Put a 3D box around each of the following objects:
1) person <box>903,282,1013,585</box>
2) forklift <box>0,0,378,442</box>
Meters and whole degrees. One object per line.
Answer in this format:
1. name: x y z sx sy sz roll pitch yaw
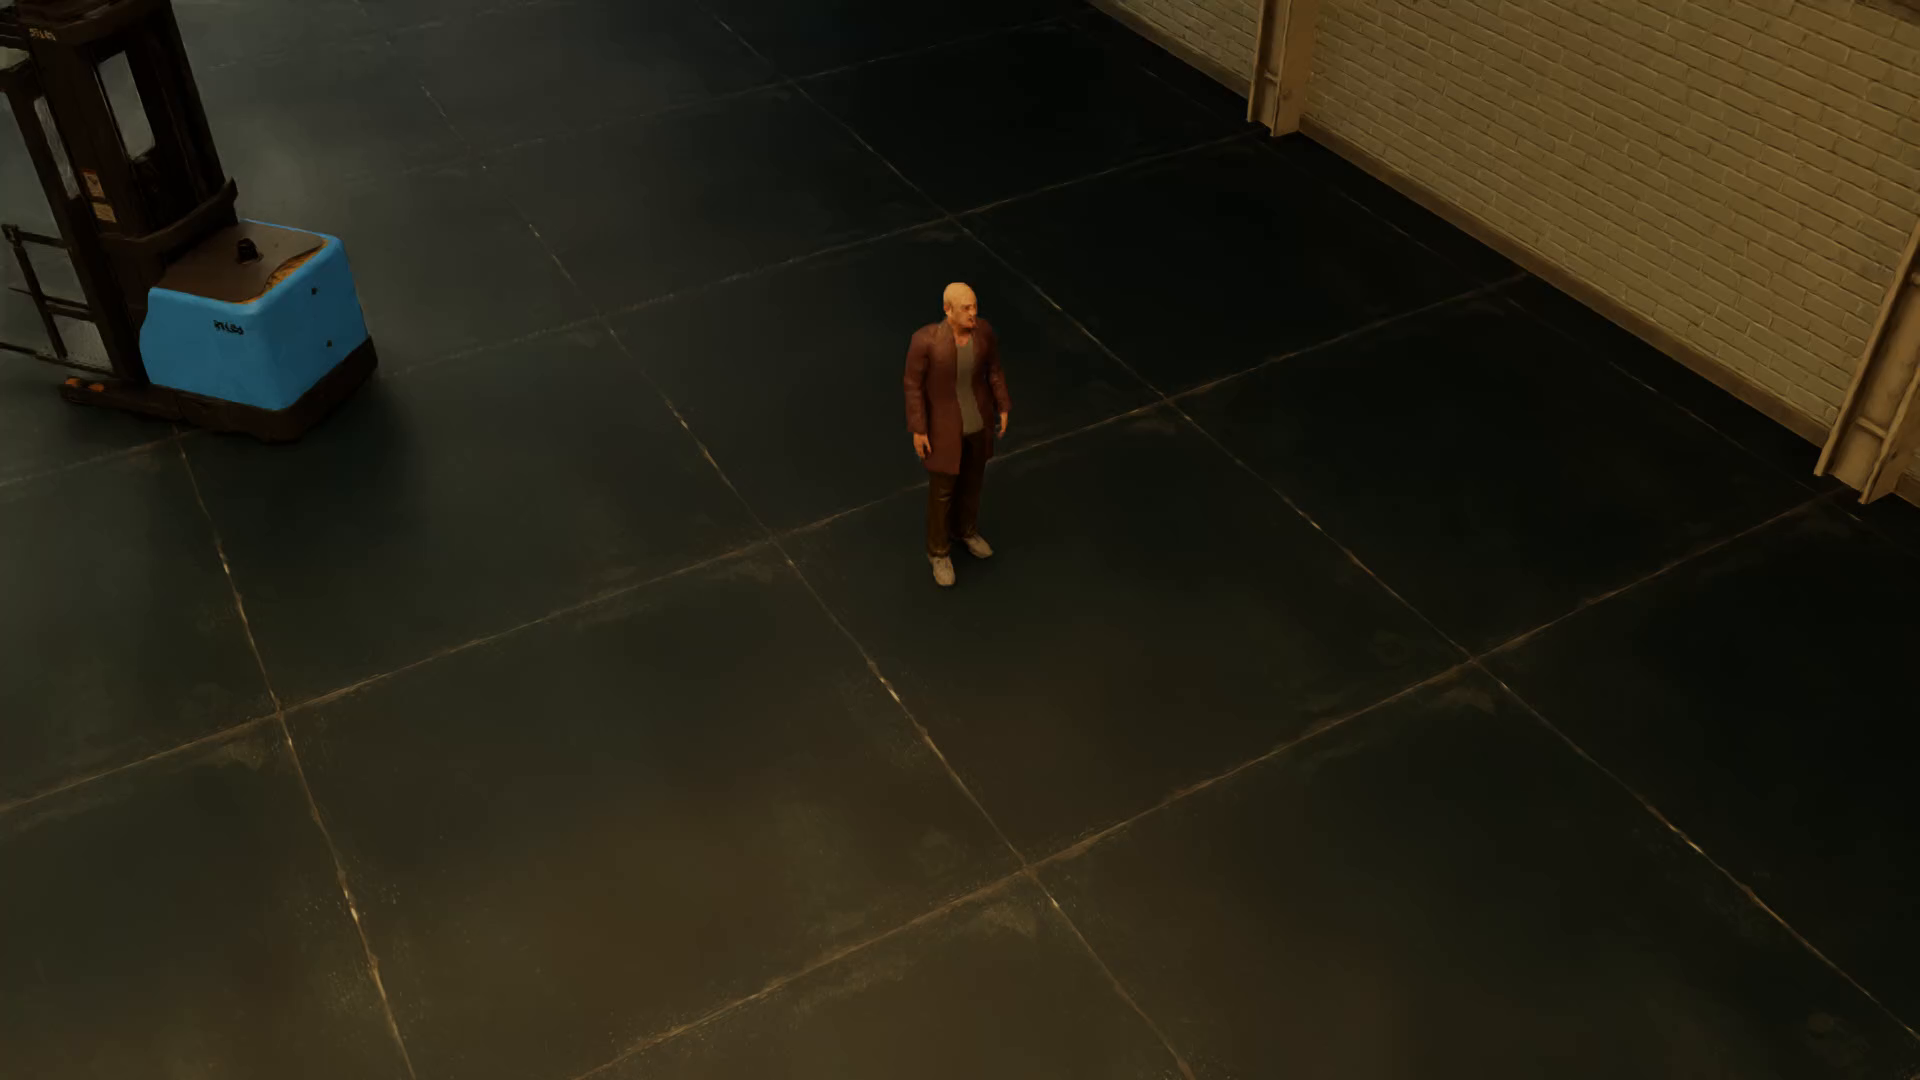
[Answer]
1. person: 0.042 -0.638 9.697 0.694 1.776 0.580 -20 44 -23
2. forklift: -5.670 -2.344 10.862 3.031 2.935 1.130 12 41 15
